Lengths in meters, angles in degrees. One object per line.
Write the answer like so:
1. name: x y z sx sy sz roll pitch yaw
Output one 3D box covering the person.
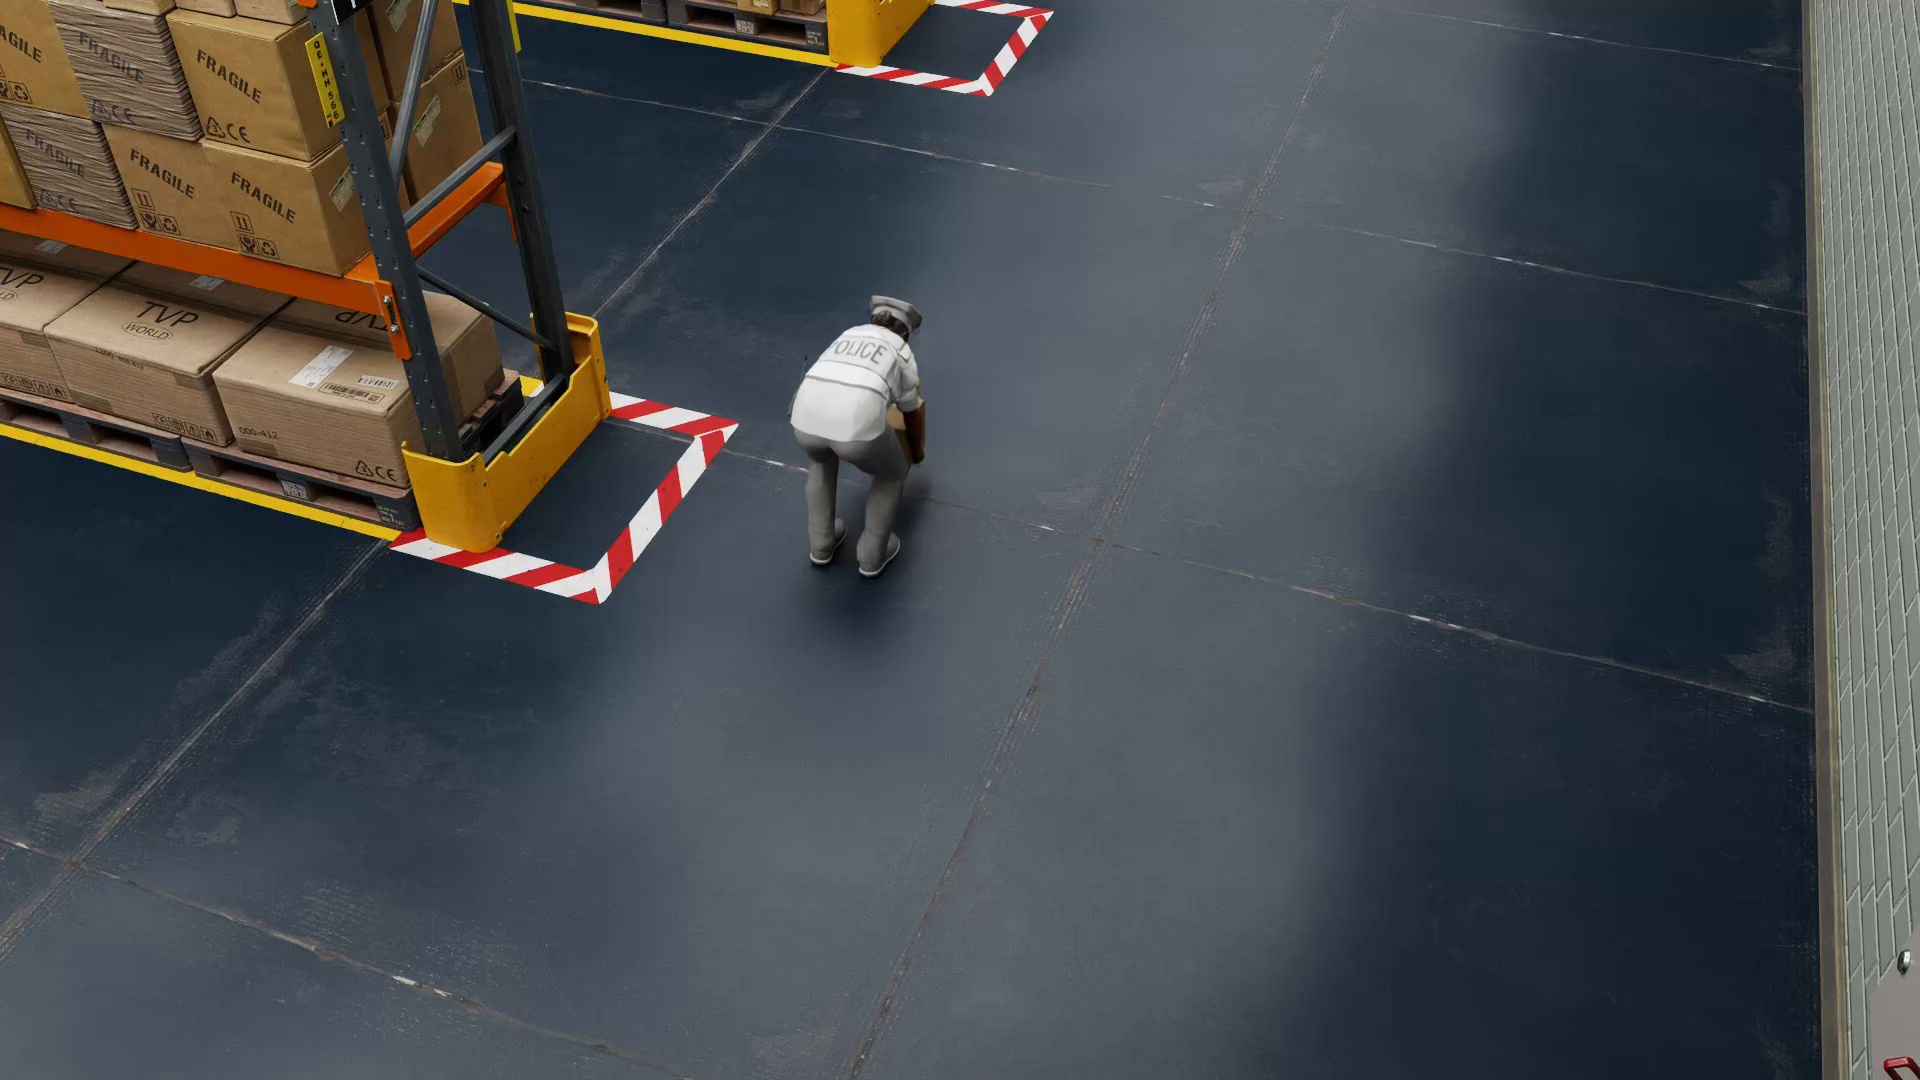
1. person: -0.401 -0.458 7.156 0.436 1.022 0.938 12 43 13
